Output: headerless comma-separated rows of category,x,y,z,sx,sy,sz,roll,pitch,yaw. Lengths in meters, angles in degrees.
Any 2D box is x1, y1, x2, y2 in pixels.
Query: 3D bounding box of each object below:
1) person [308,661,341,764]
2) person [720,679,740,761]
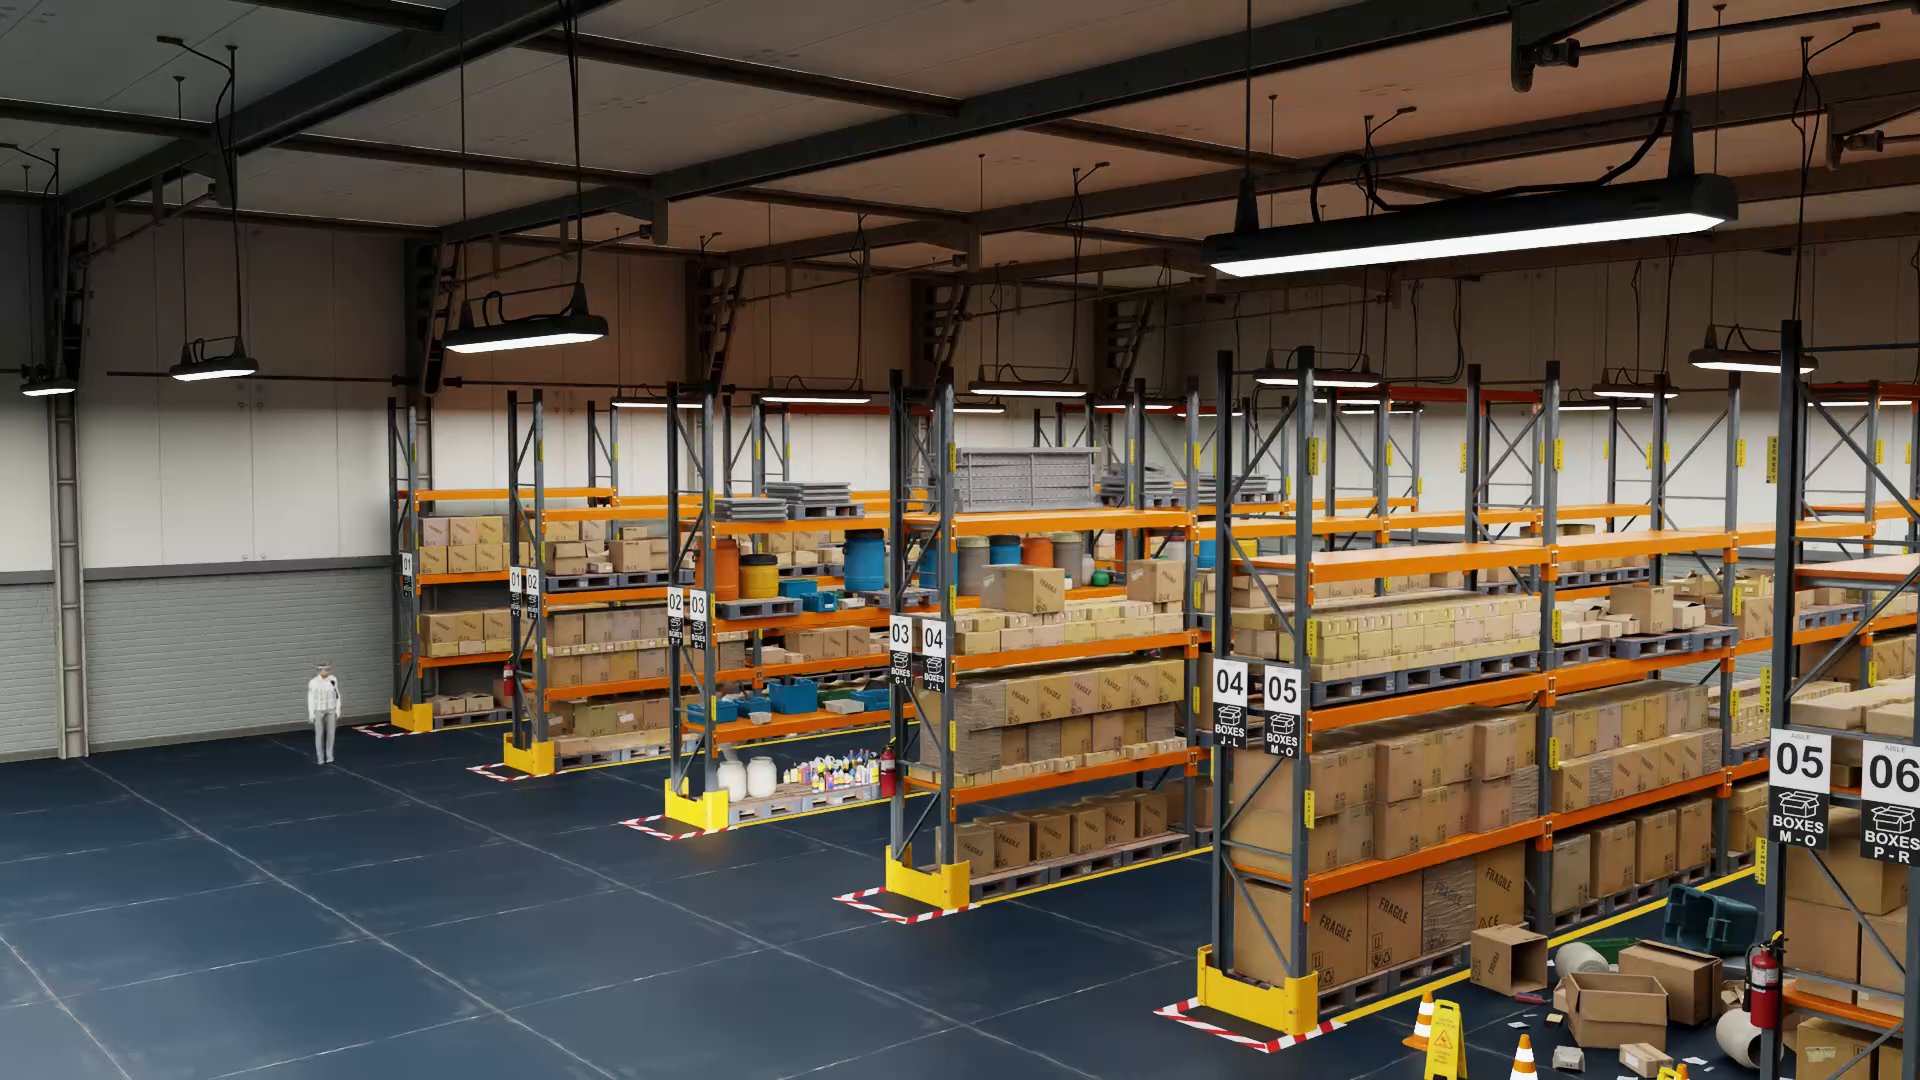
person,-10.260,2.775,26.843,0.521,1.672,0.383,-3,4,-39
person,-3.477,2.904,25.087,0.343,1.616,0.464,2,4,32
